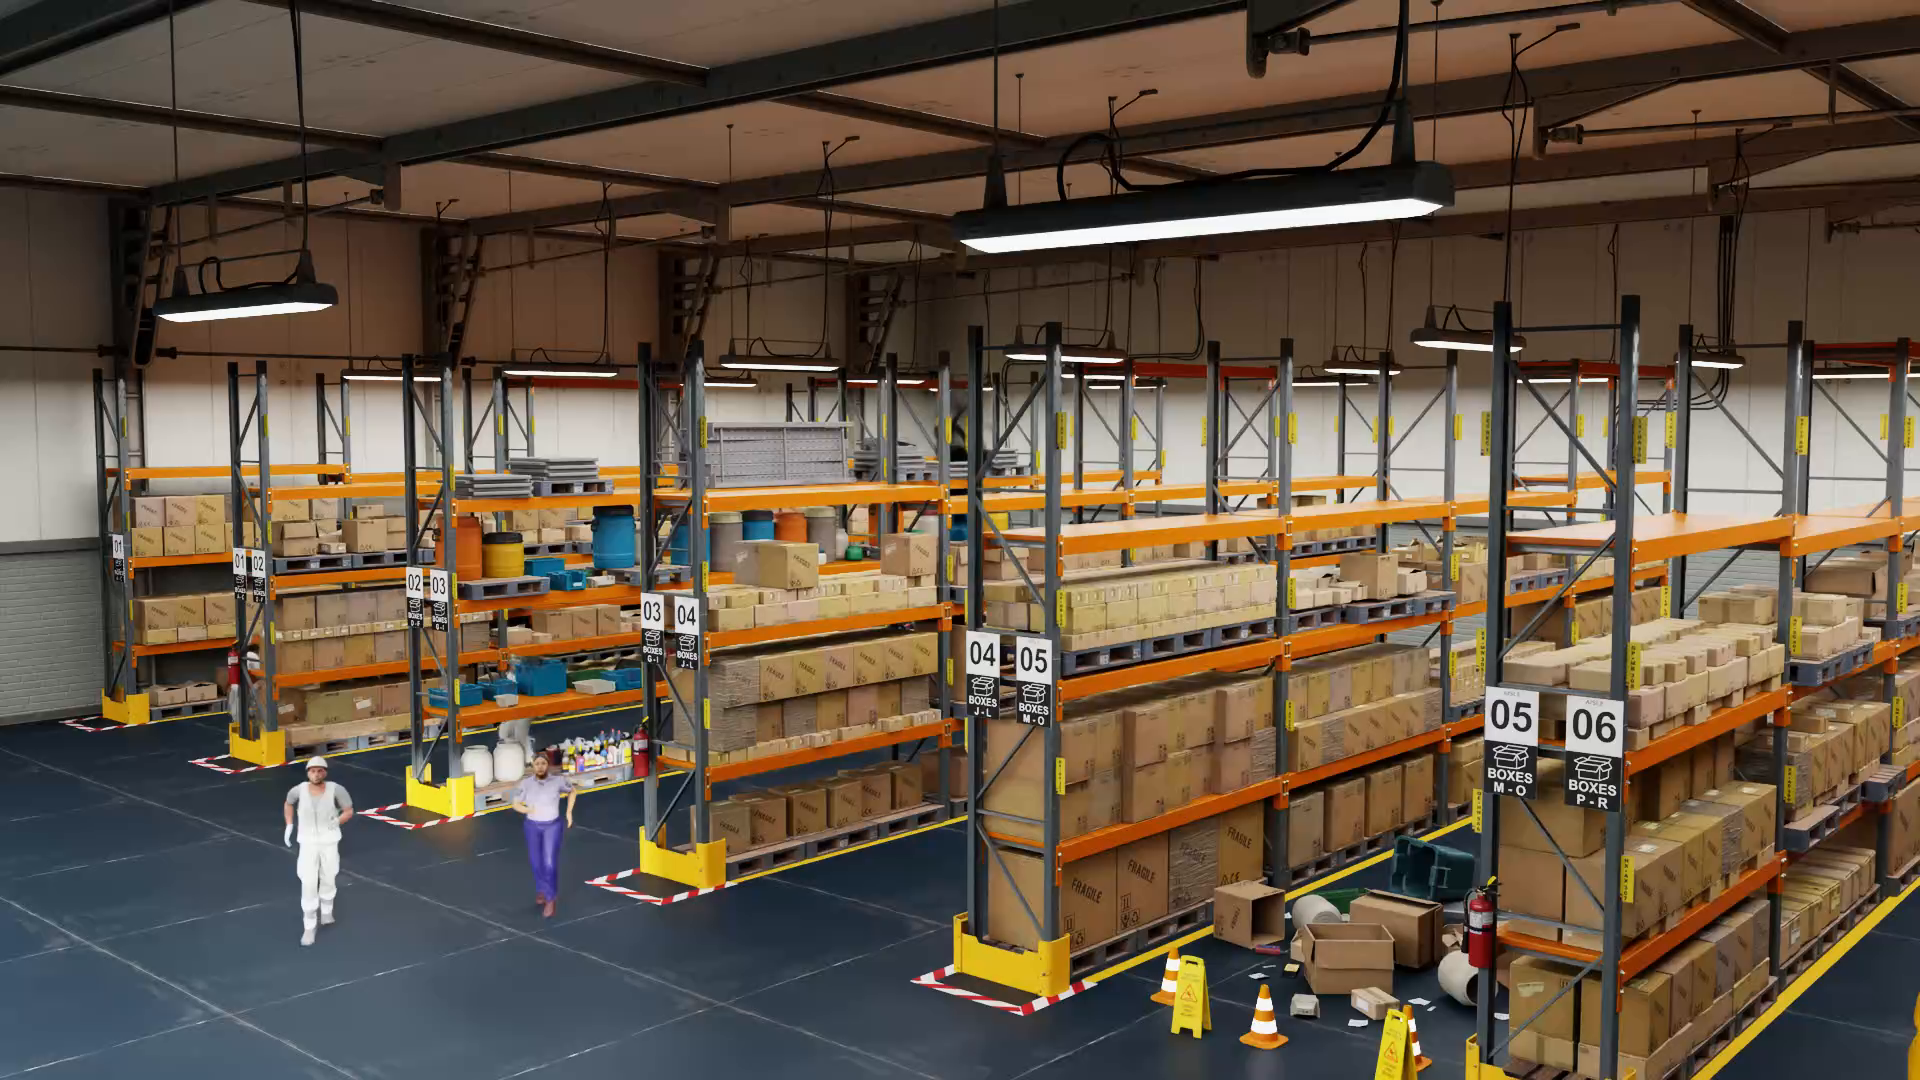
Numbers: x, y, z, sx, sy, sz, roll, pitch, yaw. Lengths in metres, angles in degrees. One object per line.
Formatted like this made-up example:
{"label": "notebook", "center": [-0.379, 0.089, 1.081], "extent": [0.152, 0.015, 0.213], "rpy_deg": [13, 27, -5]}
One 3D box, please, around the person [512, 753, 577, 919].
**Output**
{"label": "person", "center": [-4.355, 3.069, 17.381], "extent": [0.608, 1.697, 0.664], "rpy_deg": [0, 4, -2]}

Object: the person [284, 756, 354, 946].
{"label": "person", "center": [-6.382, 3.060, 16.582], "extent": [0.653, 1.850, 0.782], "rpy_deg": [-2, 4, -21]}

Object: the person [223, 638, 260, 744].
{"label": "person", "center": [-11.372, 2.373, 26.527], "extent": [0.696, 1.731, 0.680], "rpy_deg": [3, 5, 33]}

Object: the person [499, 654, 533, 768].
{"label": "person", "center": [-6.498, 2.511, 24.358], "extent": [0.645, 1.726, 0.632], "rpy_deg": [3, 5, 37]}
